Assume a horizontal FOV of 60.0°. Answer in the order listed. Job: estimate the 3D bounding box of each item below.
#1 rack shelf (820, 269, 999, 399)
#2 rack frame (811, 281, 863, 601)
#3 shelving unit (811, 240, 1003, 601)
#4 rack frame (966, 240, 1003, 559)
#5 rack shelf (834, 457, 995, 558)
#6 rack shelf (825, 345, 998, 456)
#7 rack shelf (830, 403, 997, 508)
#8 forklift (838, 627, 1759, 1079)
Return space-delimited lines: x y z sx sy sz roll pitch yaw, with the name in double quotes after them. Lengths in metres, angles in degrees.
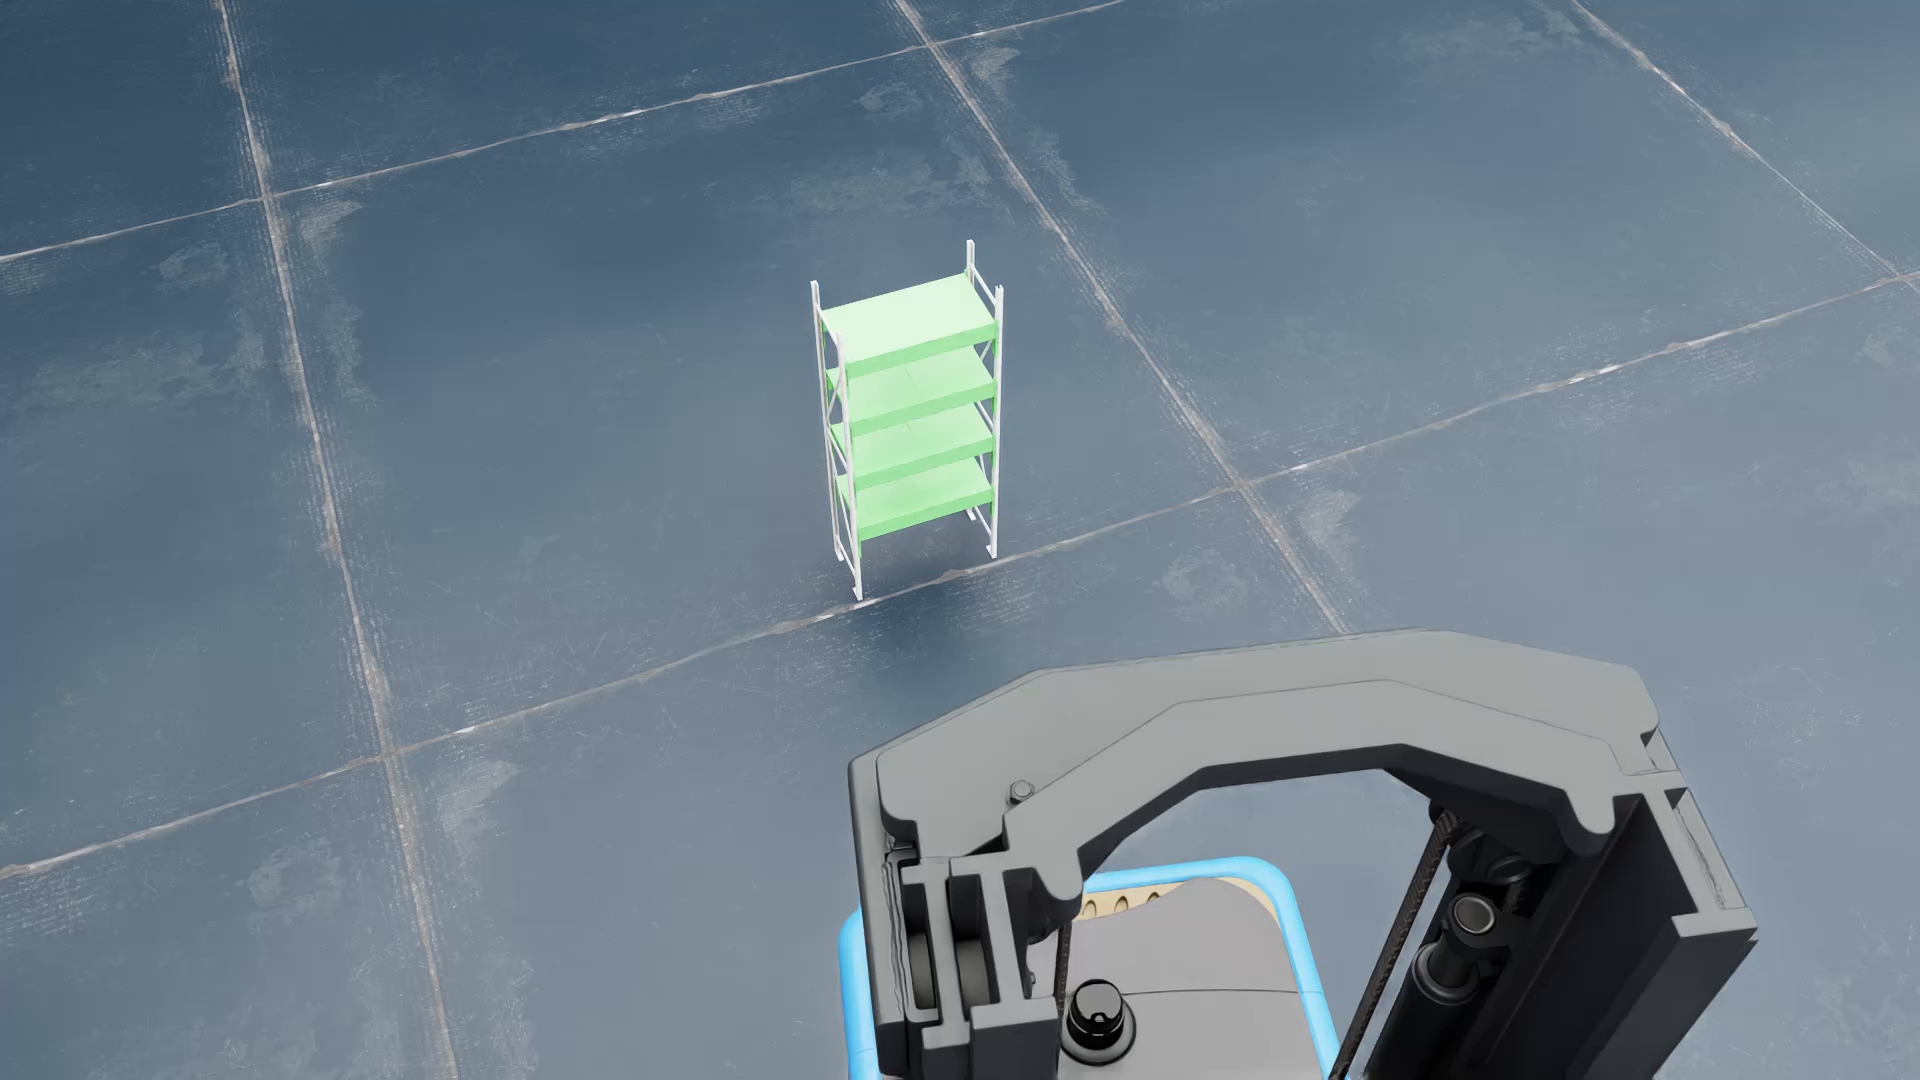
-0.153 -0.615 4.938 0.480 0.148 0.258 -17 52 -14 "rack shelf"
-0.379 -0.273 5.194 0.015 1.200 0.240 -17 52 -14 "rack frame"
-0.153 -0.343 5.254 0.503 1.200 0.258 -17 52 -14 "shelving unit"
0.073 -0.413 5.314 0.015 1.200 0.240 -17 52 -14 "rack frame"
-0.153 -0.145 5.485 0.480 0.148 0.258 -17 52 -14 "rack shelf"
-0.153 -0.458 5.120 0.480 0.148 0.258 -17 52 -14 "rack shelf"
-0.153 -0.302 5.303 0.480 0.148 0.258 -17 52 -14 "rack shelf"
0.429 1.608 2.437 1.130 2.935 3.031 -6 50 -5 "forklift"
